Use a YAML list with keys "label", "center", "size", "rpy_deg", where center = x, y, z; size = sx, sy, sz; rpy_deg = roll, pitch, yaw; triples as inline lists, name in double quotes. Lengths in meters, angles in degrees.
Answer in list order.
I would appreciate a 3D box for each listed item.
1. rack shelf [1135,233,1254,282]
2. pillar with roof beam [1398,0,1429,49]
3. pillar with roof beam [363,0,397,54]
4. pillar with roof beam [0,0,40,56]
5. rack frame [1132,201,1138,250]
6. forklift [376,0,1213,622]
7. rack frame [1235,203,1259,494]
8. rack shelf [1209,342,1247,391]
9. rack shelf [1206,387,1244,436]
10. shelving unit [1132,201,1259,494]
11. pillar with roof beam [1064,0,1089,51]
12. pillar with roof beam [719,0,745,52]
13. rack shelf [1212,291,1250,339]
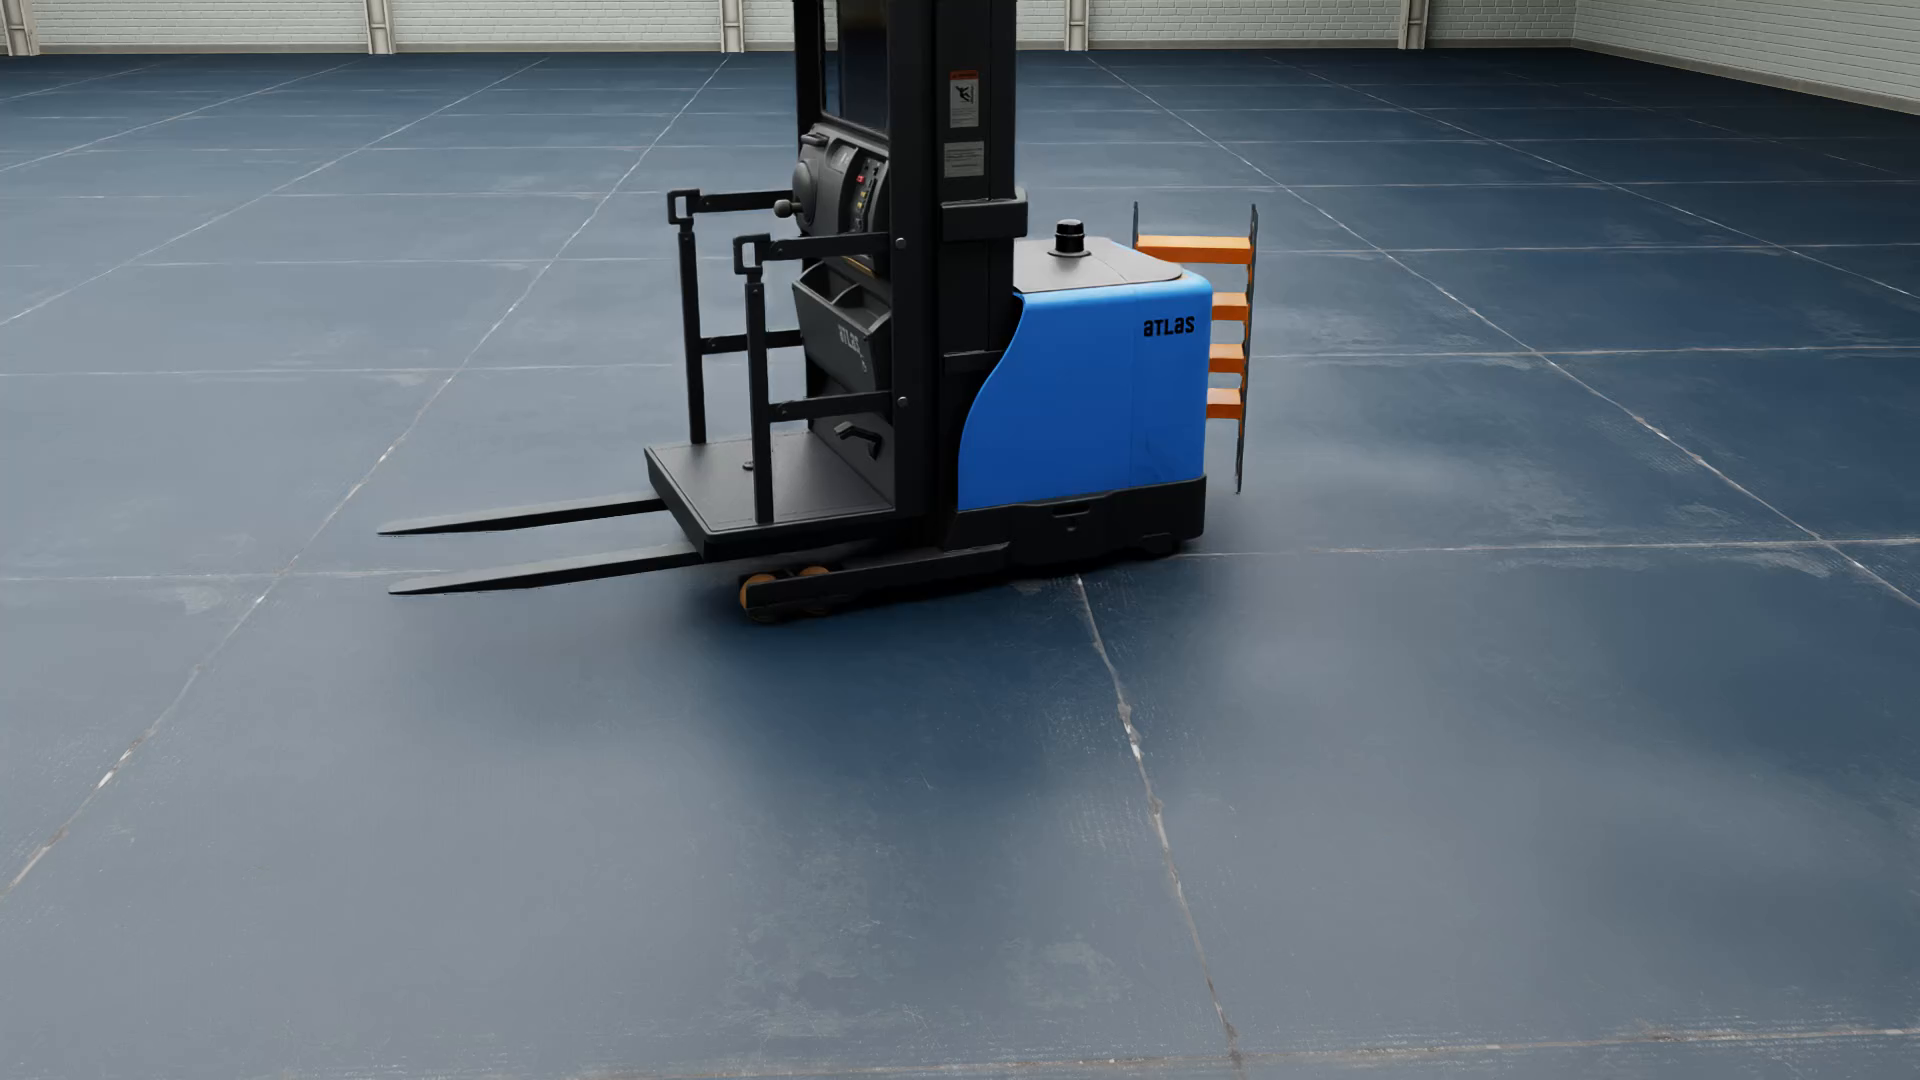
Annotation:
- label: "rack shelf"
  center: [0.970, -1.179, 6.926]
  size: [0.480, 0.148, 0.258]
  rpy_deg: [2, 21, 6]
- label: "pillar with roof beam"
  center: [8.276, -11.430, 23.996]
  size: [0.400, 9.000, 9.100]
  rpy_deg: [-1, 21, -3]
- label: "pillar with roof beam"
  center: [-9.694, -11.065, 23.036]
  size: [0.400, 9.000, 9.100]
  rpy_deg: [-1, 21, -3]
- label: "pillar with roof beam"
  center: [-15.685, -10.943, 22.716]
  size: [0.400, 9.000, 9.100]
  rpy_deg: [-1, 21, -3]
- label: "rack frame"
  center: [0.727, -0.822, 7.093]
  size: [0.015, 1.200, 0.240]
  rpy_deg: [2, 21, 6]
- label: "forklift"
  center: [-0.614, -1.293, 5.899]
  size: [3.031, 2.935, 1.130]
  rpy_deg: [-8, 22, -20]
- label: "rack frame"
  center: [1.212, -0.801, 7.040]
  size: [0.015, 1.200, 0.240]
  rpy_deg: [2, 21, 6]
- label: "rack shelf"
  center: [0.970, -0.749, 7.090]
  size: [0.480, 0.148, 0.258]
  rpy_deg: [2, 21, 6]
- label: "rack shelf"
  center: [0.970, -0.563, 7.161]
  size: [0.480, 0.148, 0.258]
  rpy_deg: [2, 21, 6]
- label: "shelving unit"
  center: [0.970, -0.811, 7.066]
  size: [0.503, 1.200, 0.258]
  rpy_deg: [2, 21, 6]
- label: "pillar with roof beam"
  center: [2.286, -11.308, 23.676]
  size: [0.400, 9.000, 9.100]
  rpy_deg: [-1, 21, -3]
- label: "pillar with roof beam"
  center: [-3.704, -11.186, 23.356]
  size: [0.400, 9.000, 9.100]
  rpy_deg: [-1, 21, -3]
- label: "rack shelf"
  center: [0.970, -0.958, 7.010]
  size: [0.480, 0.148, 0.258]
  rpy_deg: [2, 21, 6]
